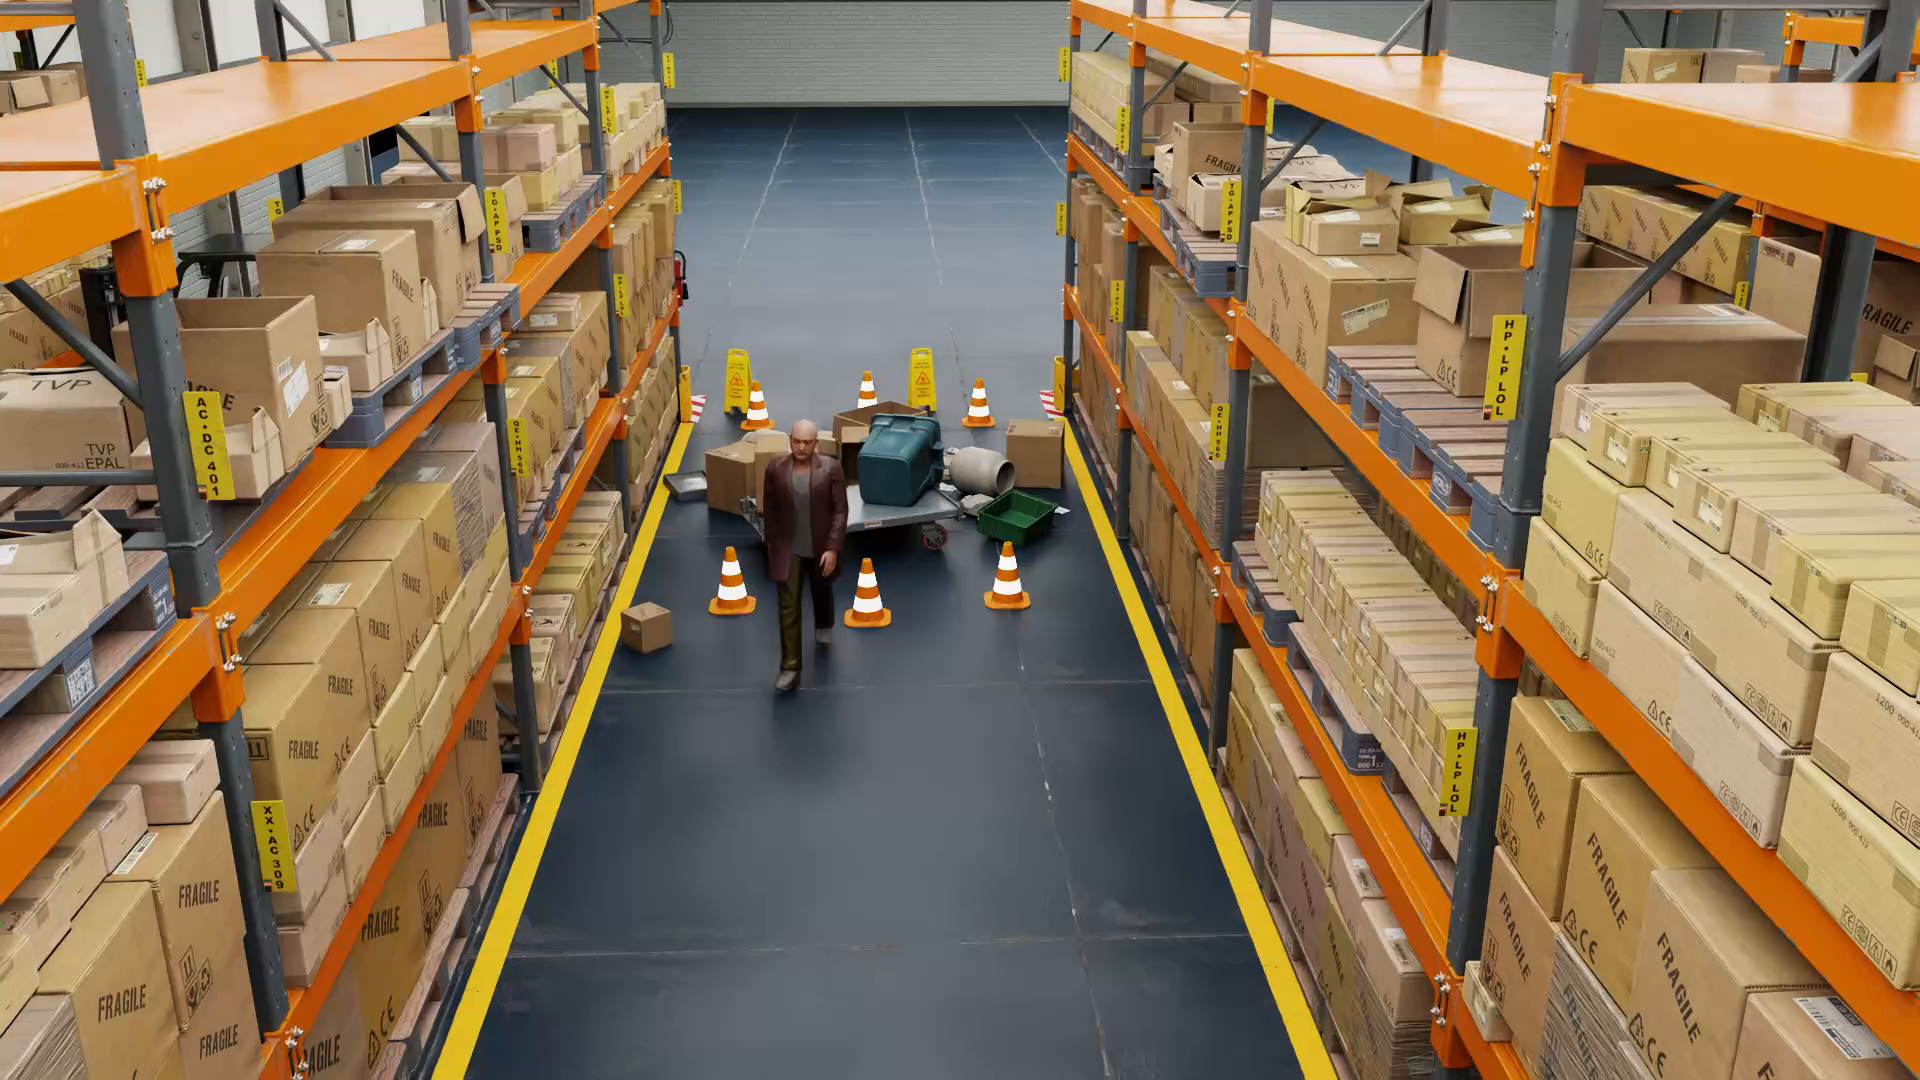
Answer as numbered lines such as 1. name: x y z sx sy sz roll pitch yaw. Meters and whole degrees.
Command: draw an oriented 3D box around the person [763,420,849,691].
1. person: -1.016 0.033 11.000 0.576 1.736 1.105 -1 20 -2
